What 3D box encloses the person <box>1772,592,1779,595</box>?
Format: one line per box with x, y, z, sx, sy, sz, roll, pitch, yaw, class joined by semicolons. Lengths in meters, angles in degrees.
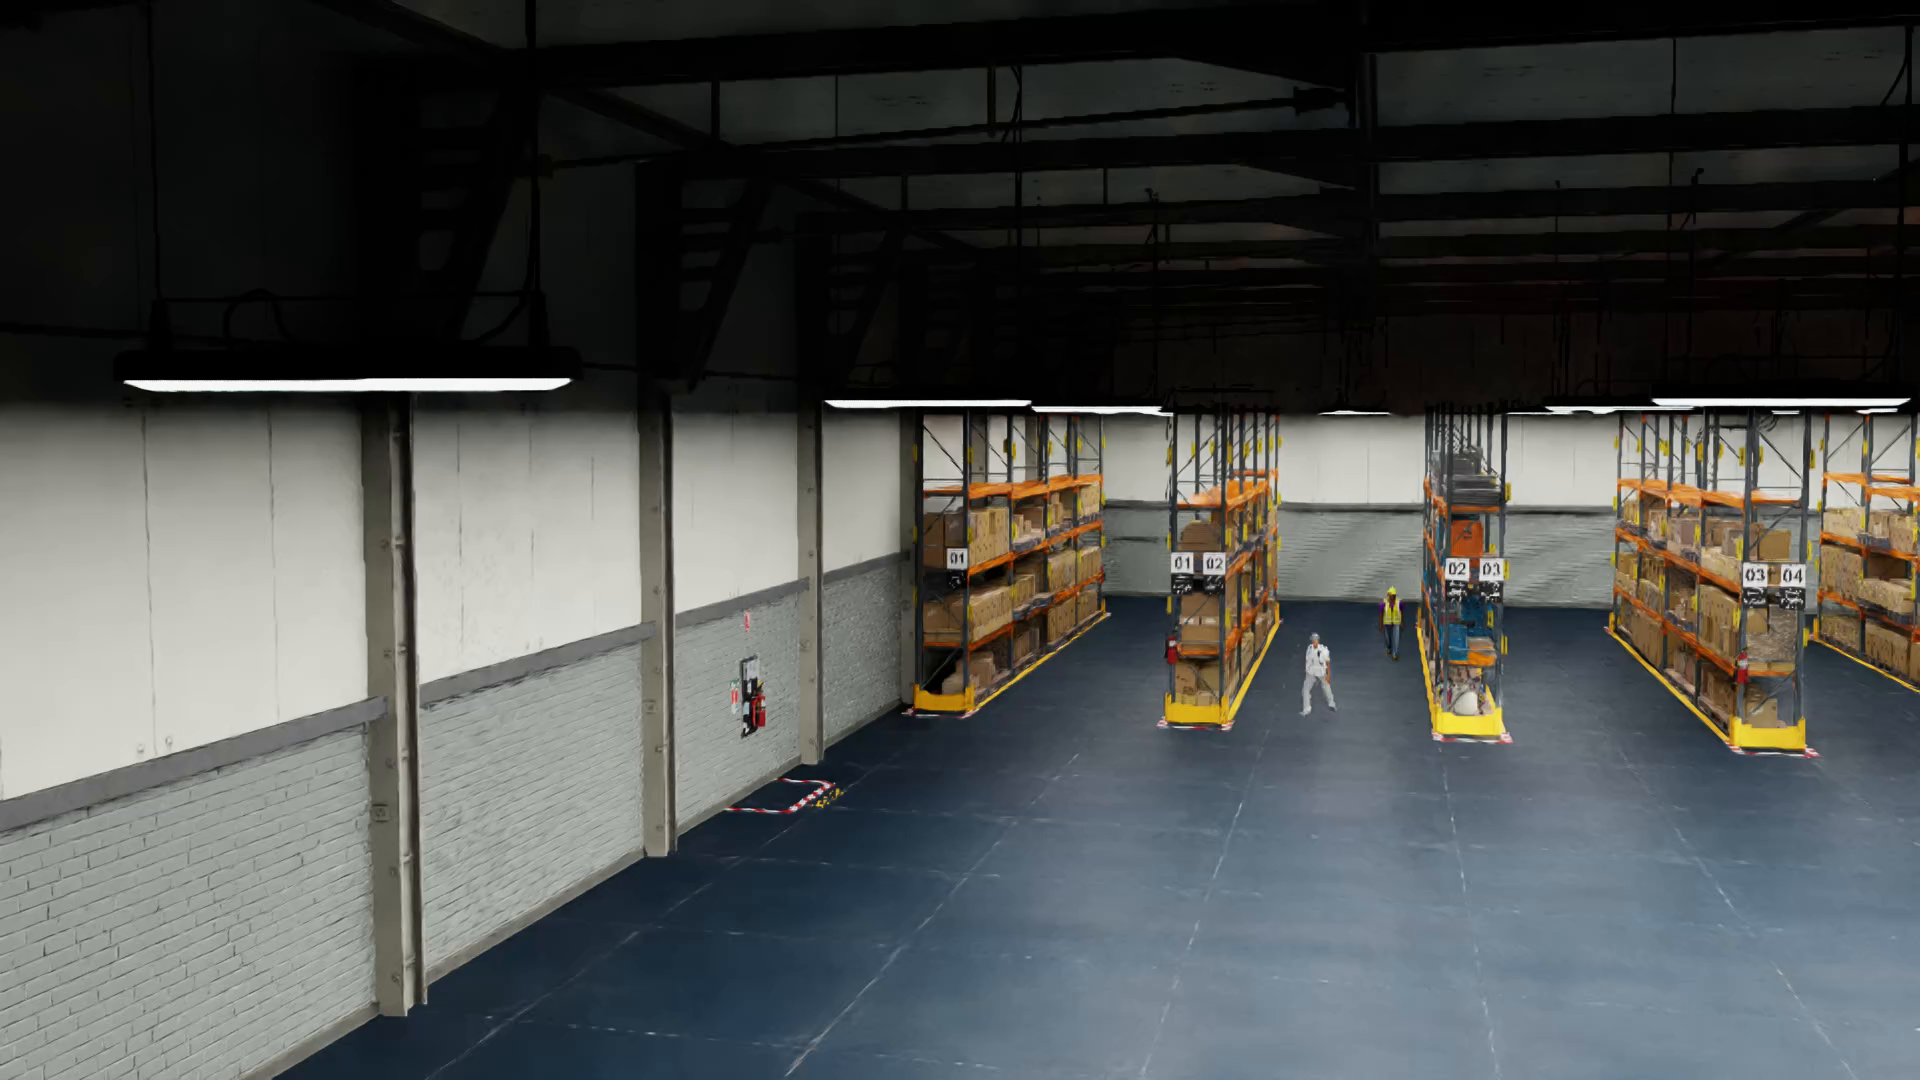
22.644;1.420;46.627;0.677;1.741;0.552;1;4;14;person

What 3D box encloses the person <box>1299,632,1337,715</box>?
6.912;2.558;31.985;0.527;1.599;0.939;3;5;35;person

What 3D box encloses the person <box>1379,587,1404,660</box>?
10.233;1.954;39.460;0.577;1.691;1.121;1;4;17;person
